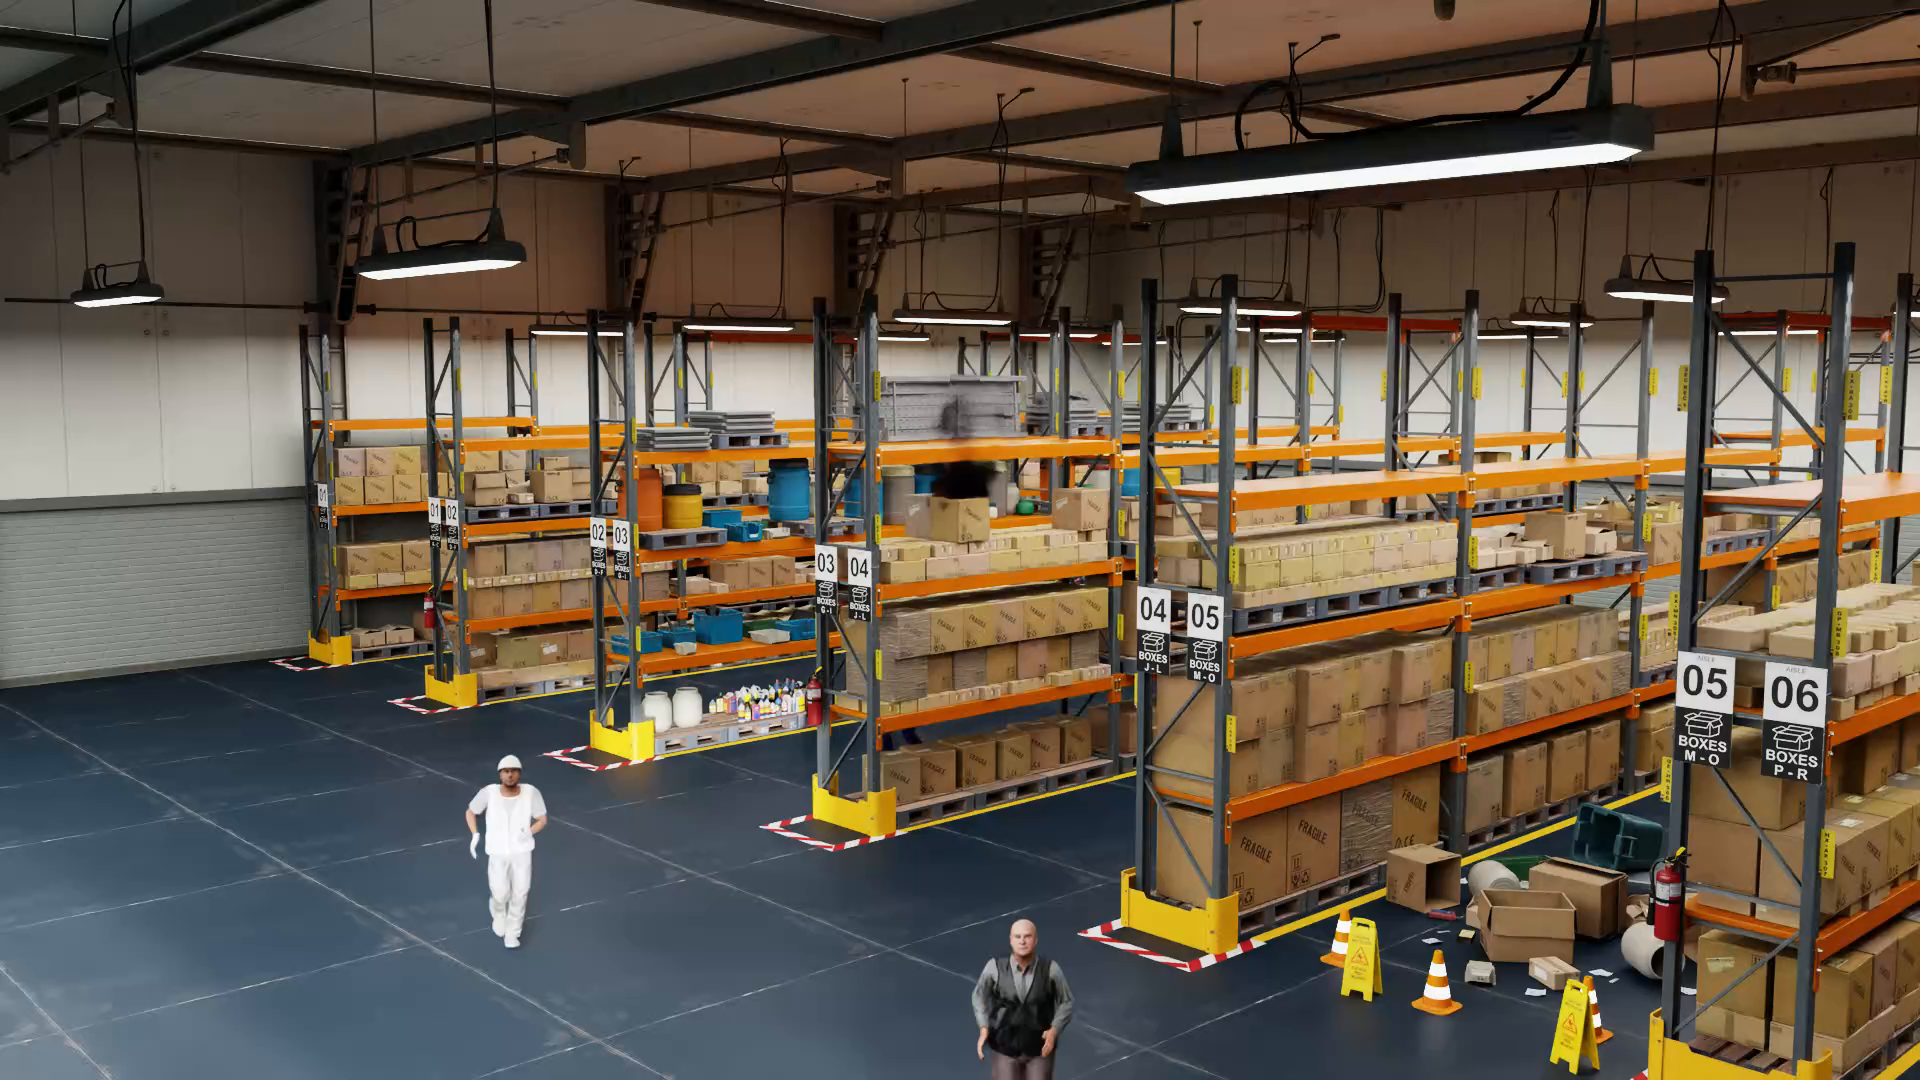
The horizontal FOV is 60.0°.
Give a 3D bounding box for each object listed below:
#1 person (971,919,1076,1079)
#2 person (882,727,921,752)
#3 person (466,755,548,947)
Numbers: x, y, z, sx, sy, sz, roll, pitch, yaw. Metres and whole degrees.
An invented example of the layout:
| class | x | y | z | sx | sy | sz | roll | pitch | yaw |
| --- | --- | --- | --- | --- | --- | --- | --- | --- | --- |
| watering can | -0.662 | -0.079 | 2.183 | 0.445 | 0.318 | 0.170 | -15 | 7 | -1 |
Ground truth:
| class | x | y | z | sx | sy | sz | roll | pitch | yaw |
| --- | --- | --- | --- | --- | --- | --- | --- | --- | --- |
| person | 0.406 | 3.268 | 10.690 | 0.673 | 1.676 | 0.573 | 0 | 6 | 2 |
| person | -0.735 | 2.212 | 21.375 | 0.754 | 1.719 | 0.574 | -5 | 8 | -41 |
| person | -4.019 | 2.798 | 14.876 | 0.674 | 1.744 | 0.590 | -2 | 6 | -21 |
